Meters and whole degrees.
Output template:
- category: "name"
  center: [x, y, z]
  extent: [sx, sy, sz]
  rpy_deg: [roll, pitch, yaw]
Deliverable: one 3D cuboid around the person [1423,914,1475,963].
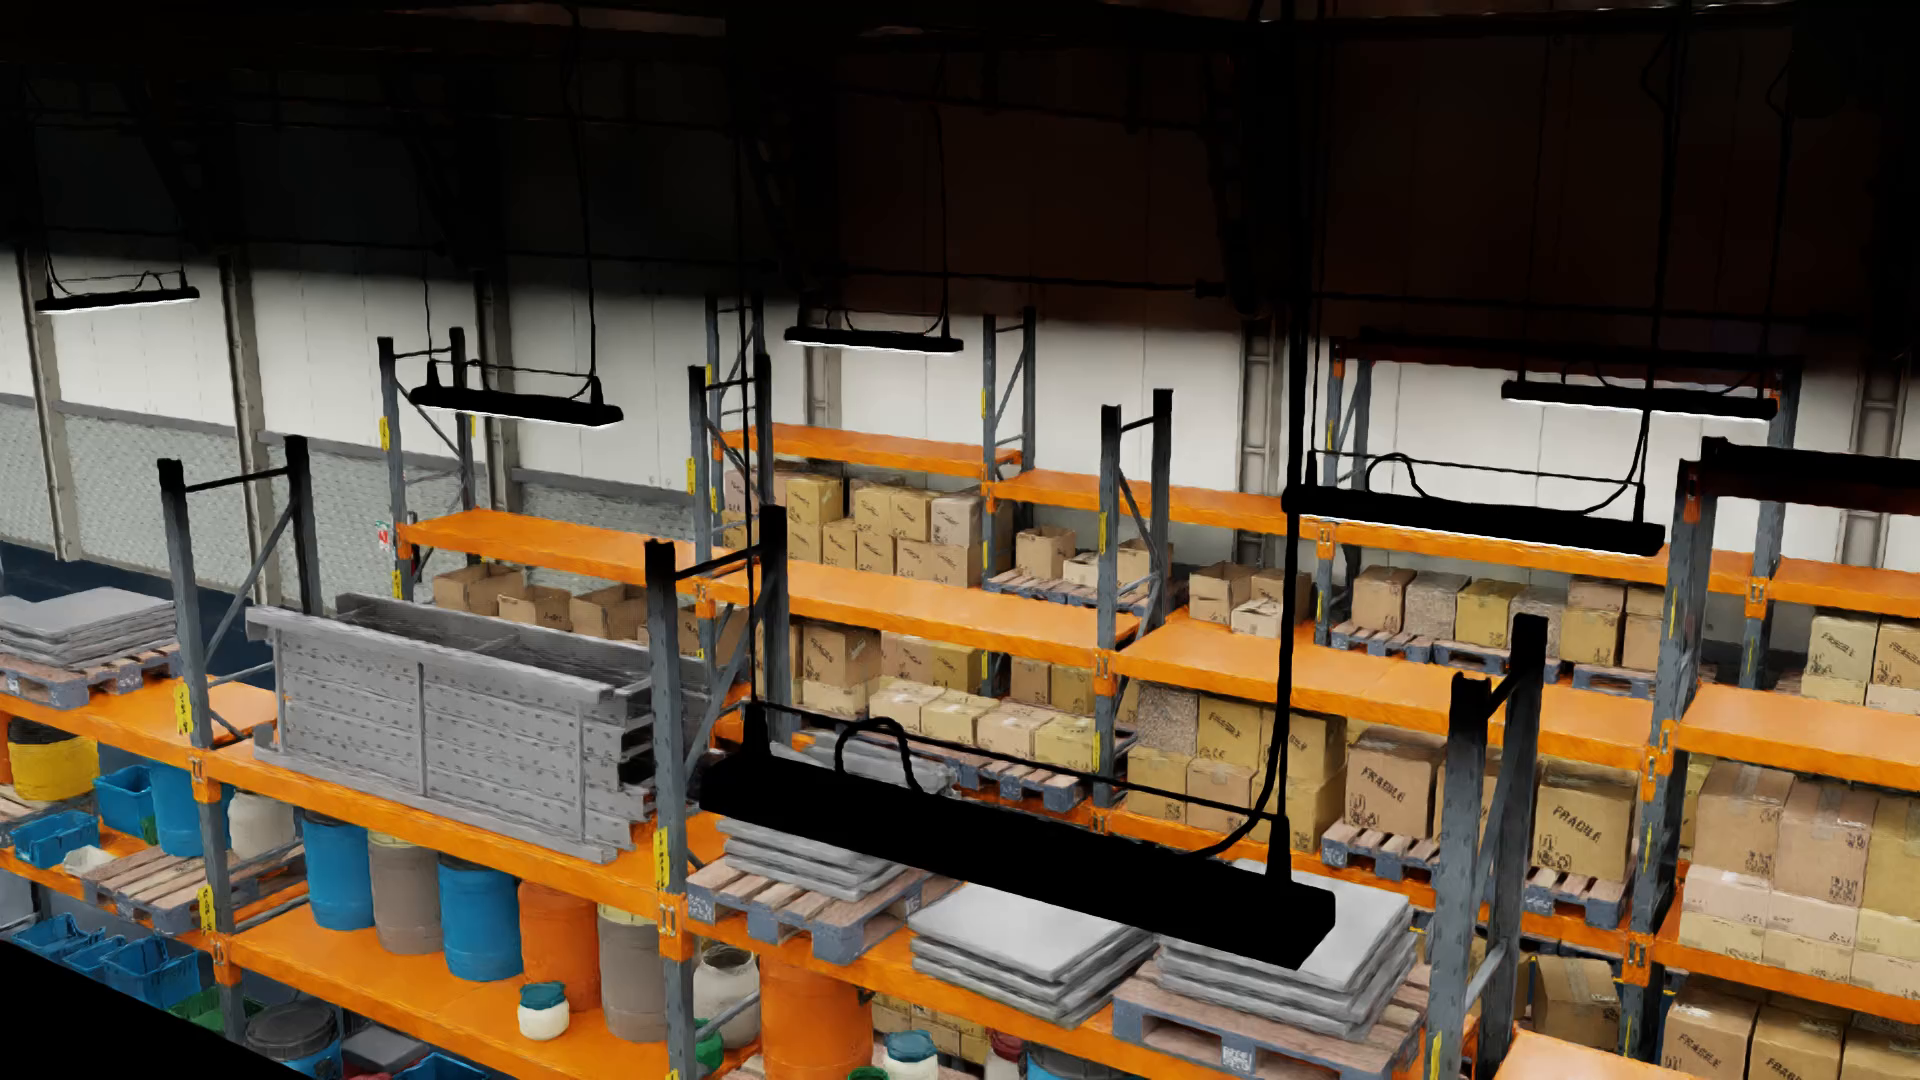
- category: "person"
  center: [4.619, 3.474, 15.781]
  extent: [1.075, 1.586, 0.497]
  rpy_deg: [8, 16, 28]
